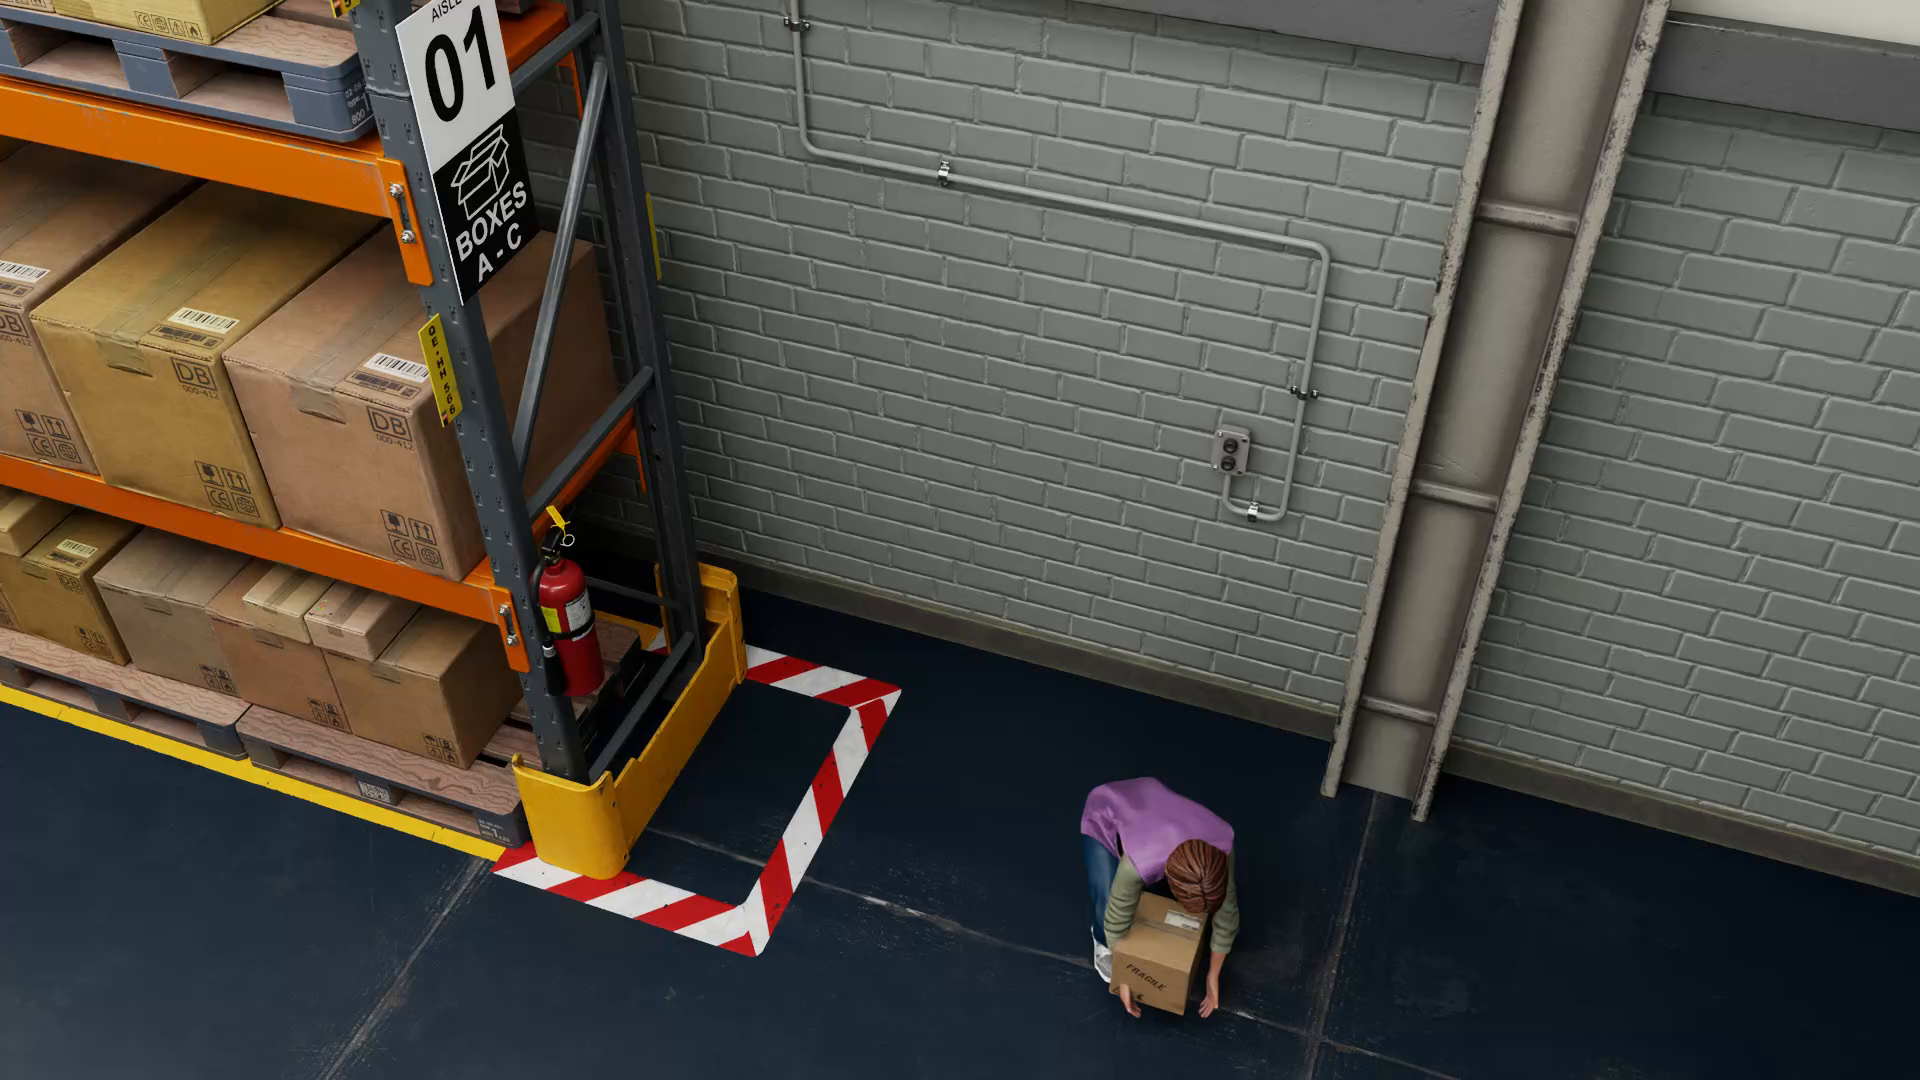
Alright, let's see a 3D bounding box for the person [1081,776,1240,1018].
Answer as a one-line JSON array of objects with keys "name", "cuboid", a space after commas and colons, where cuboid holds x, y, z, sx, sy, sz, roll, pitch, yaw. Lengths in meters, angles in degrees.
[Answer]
[{"name": "person", "cuboid": [0.643, 1.139, 5.461, 0.446, 0.856, 0.762, -6, 42, -6]}]
